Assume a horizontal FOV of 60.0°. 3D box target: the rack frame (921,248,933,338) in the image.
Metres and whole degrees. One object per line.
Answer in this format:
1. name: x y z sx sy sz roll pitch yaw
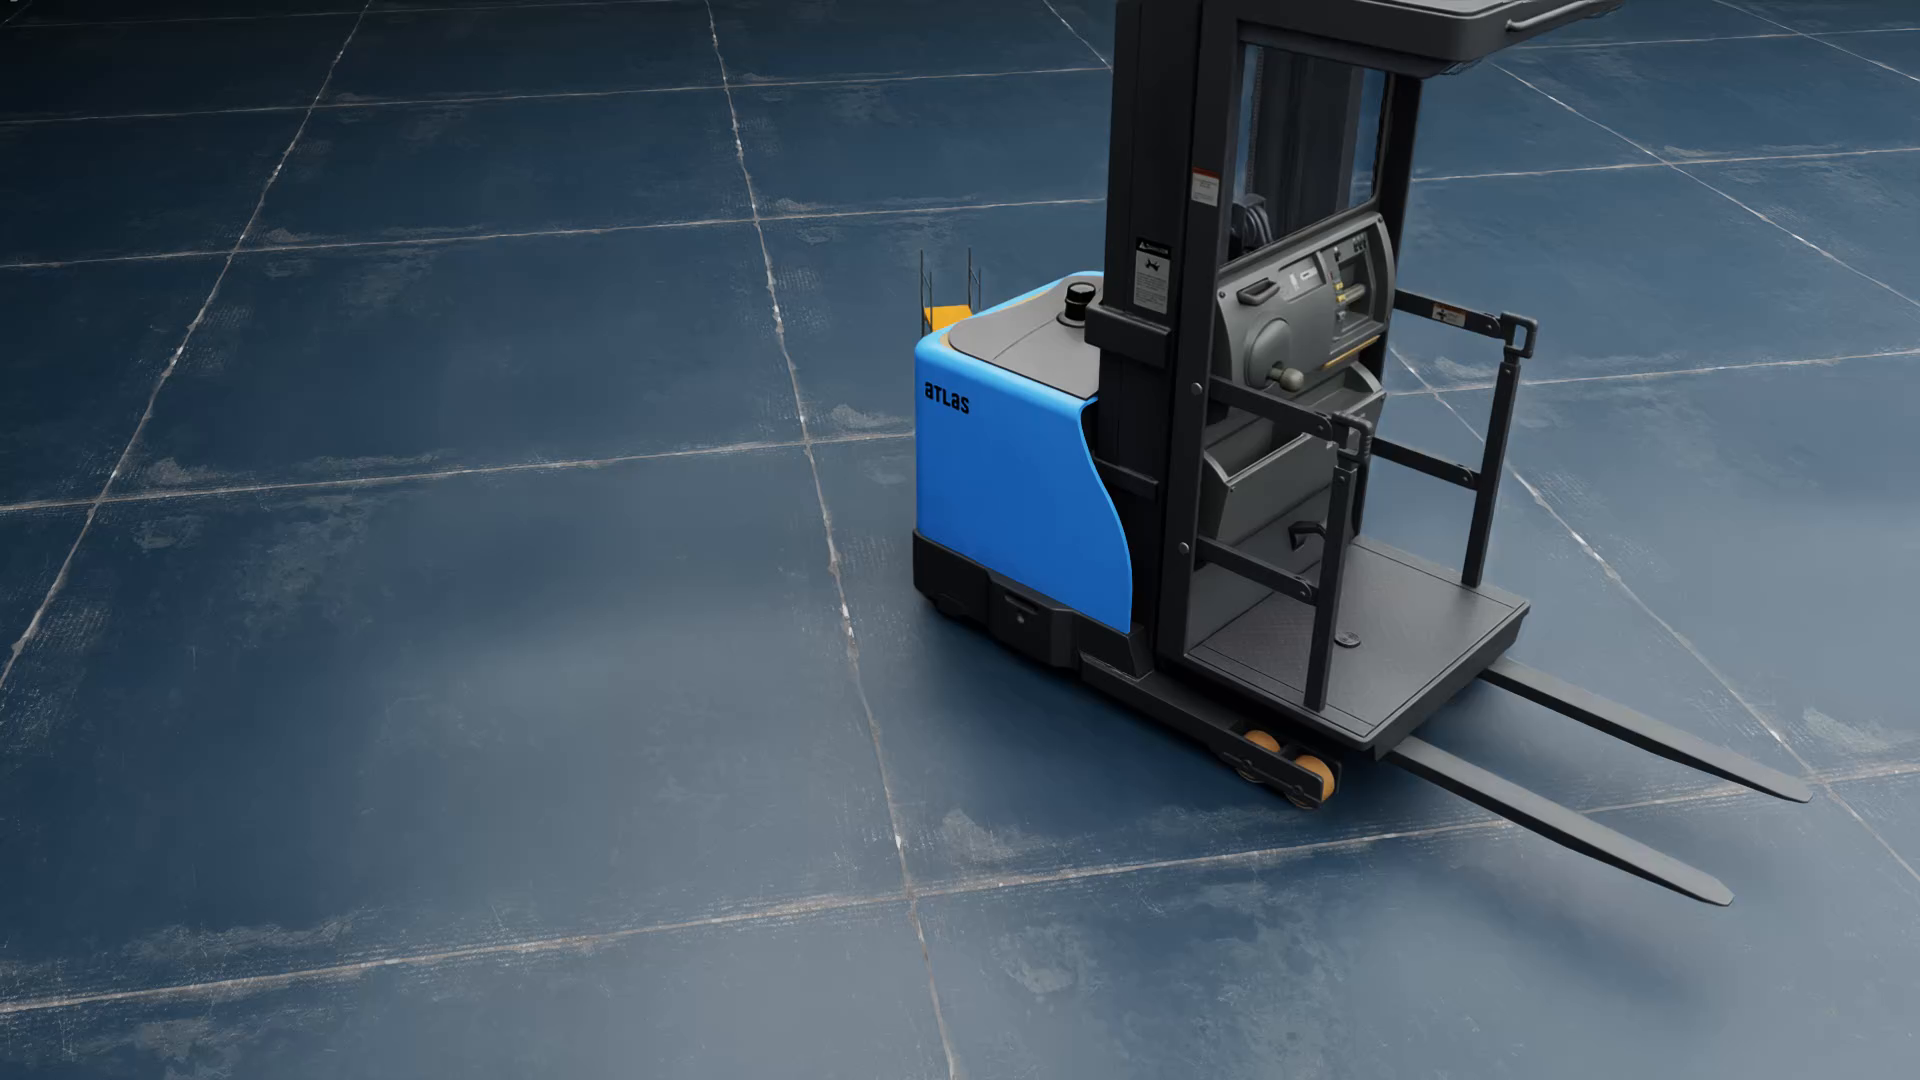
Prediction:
1. rack frame: -0.124 -0.517 6.446 0.006 1.200 0.240 -5 31 -9

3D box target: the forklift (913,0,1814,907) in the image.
1. forklift: 1.242 -0.708 5.063 3.031 2.935 1.130 25 39 36

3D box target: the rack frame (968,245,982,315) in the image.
1. rack frame: 0.056 -0.534 6.474 0.006 1.200 0.240 -5 31 -9

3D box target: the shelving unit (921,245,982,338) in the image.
1. shelving unit: -0.034 -0.526 6.460 0.189 1.200 0.258 -5 31 -9

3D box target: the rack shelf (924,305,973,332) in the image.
1. rack shelf: -0.034 -0.798 6.300 0.180 0.103 0.258 -5 31 -9
